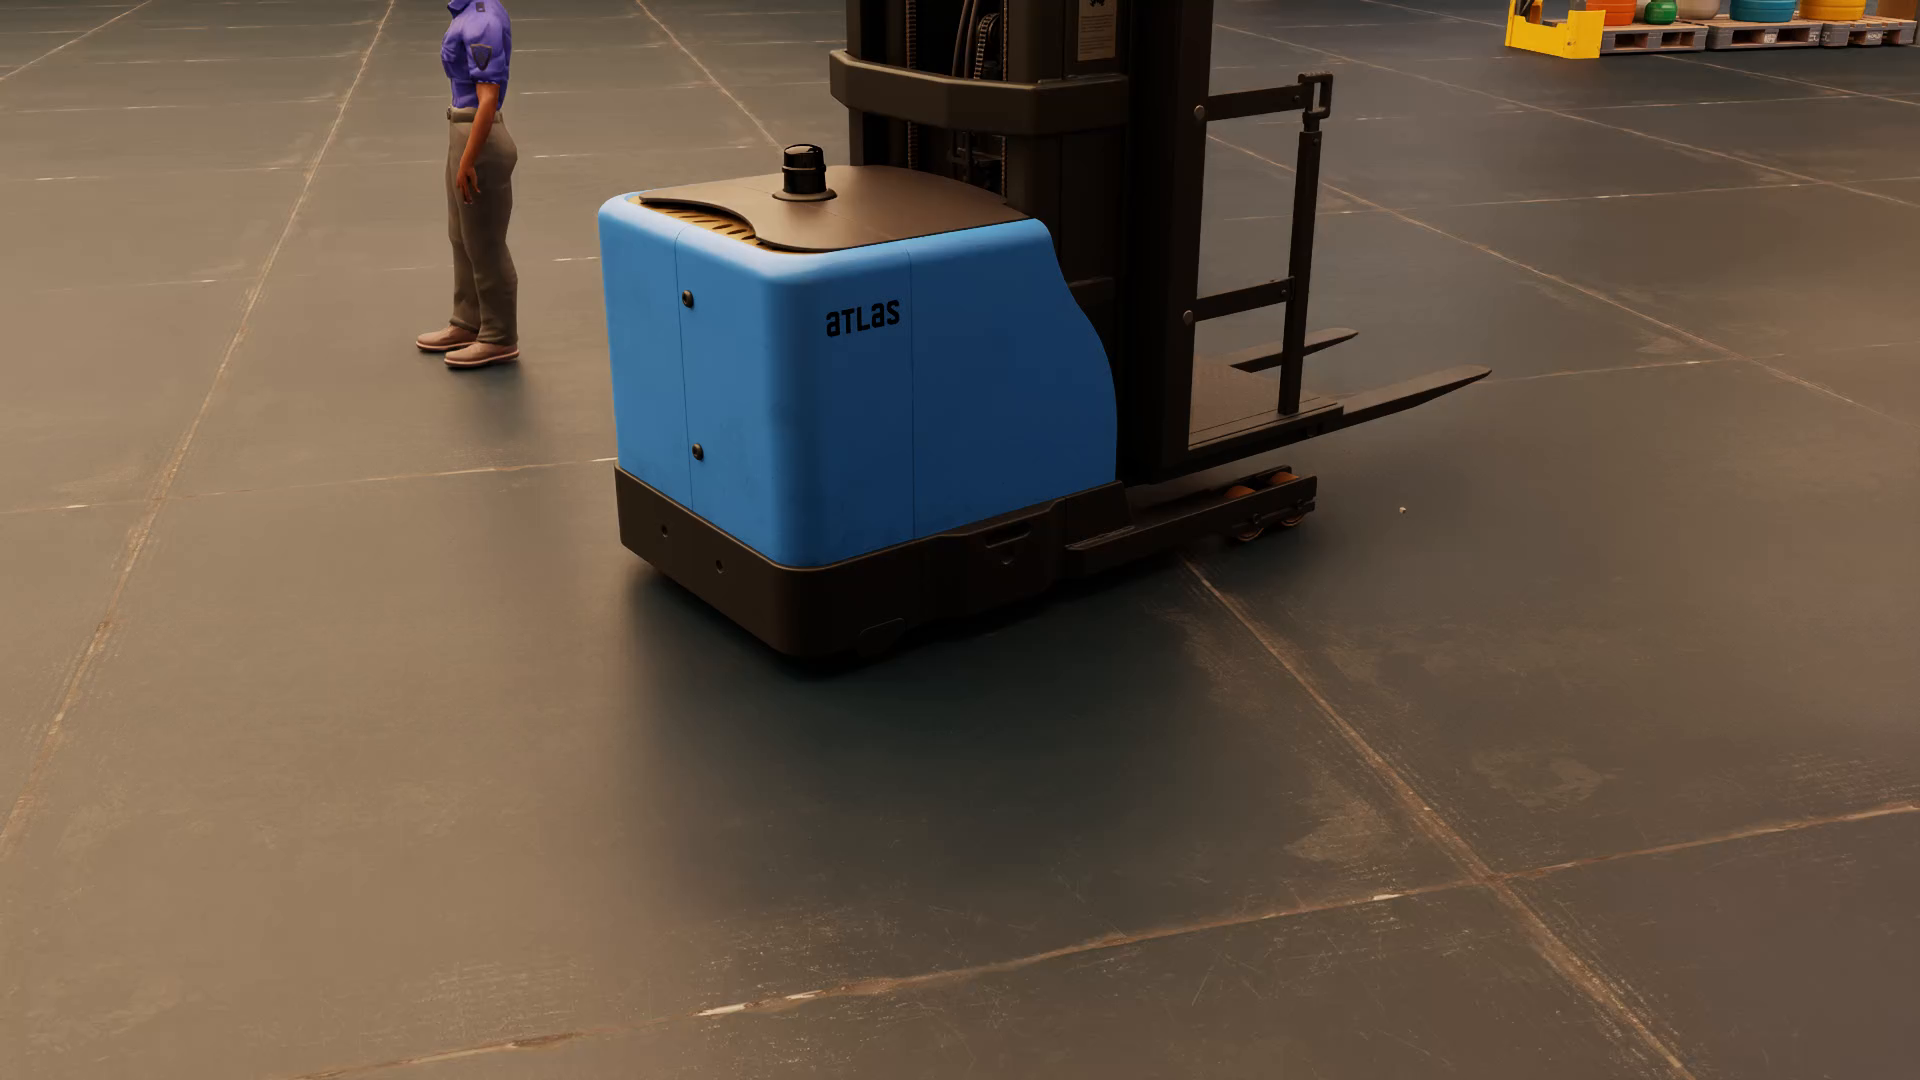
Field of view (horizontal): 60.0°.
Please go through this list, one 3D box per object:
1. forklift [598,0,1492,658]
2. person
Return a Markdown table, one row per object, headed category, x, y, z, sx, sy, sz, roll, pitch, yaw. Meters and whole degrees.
| category | x | y | z | sx | sy | sz | roll | pitch | yaw |
| --- | --- | --- | --- | --- | --- | --- | --- | --- | --- |
| forklift | 0.484 | -1.493 | 4.818 | 3.031 | 2.935 | 1.130 | -17 | 28 | -34 |
| person | -1.947 | -1.495 | 6.435 | 0.504 | 1.654 | 0.570 | -7 | 24 | -15 |
